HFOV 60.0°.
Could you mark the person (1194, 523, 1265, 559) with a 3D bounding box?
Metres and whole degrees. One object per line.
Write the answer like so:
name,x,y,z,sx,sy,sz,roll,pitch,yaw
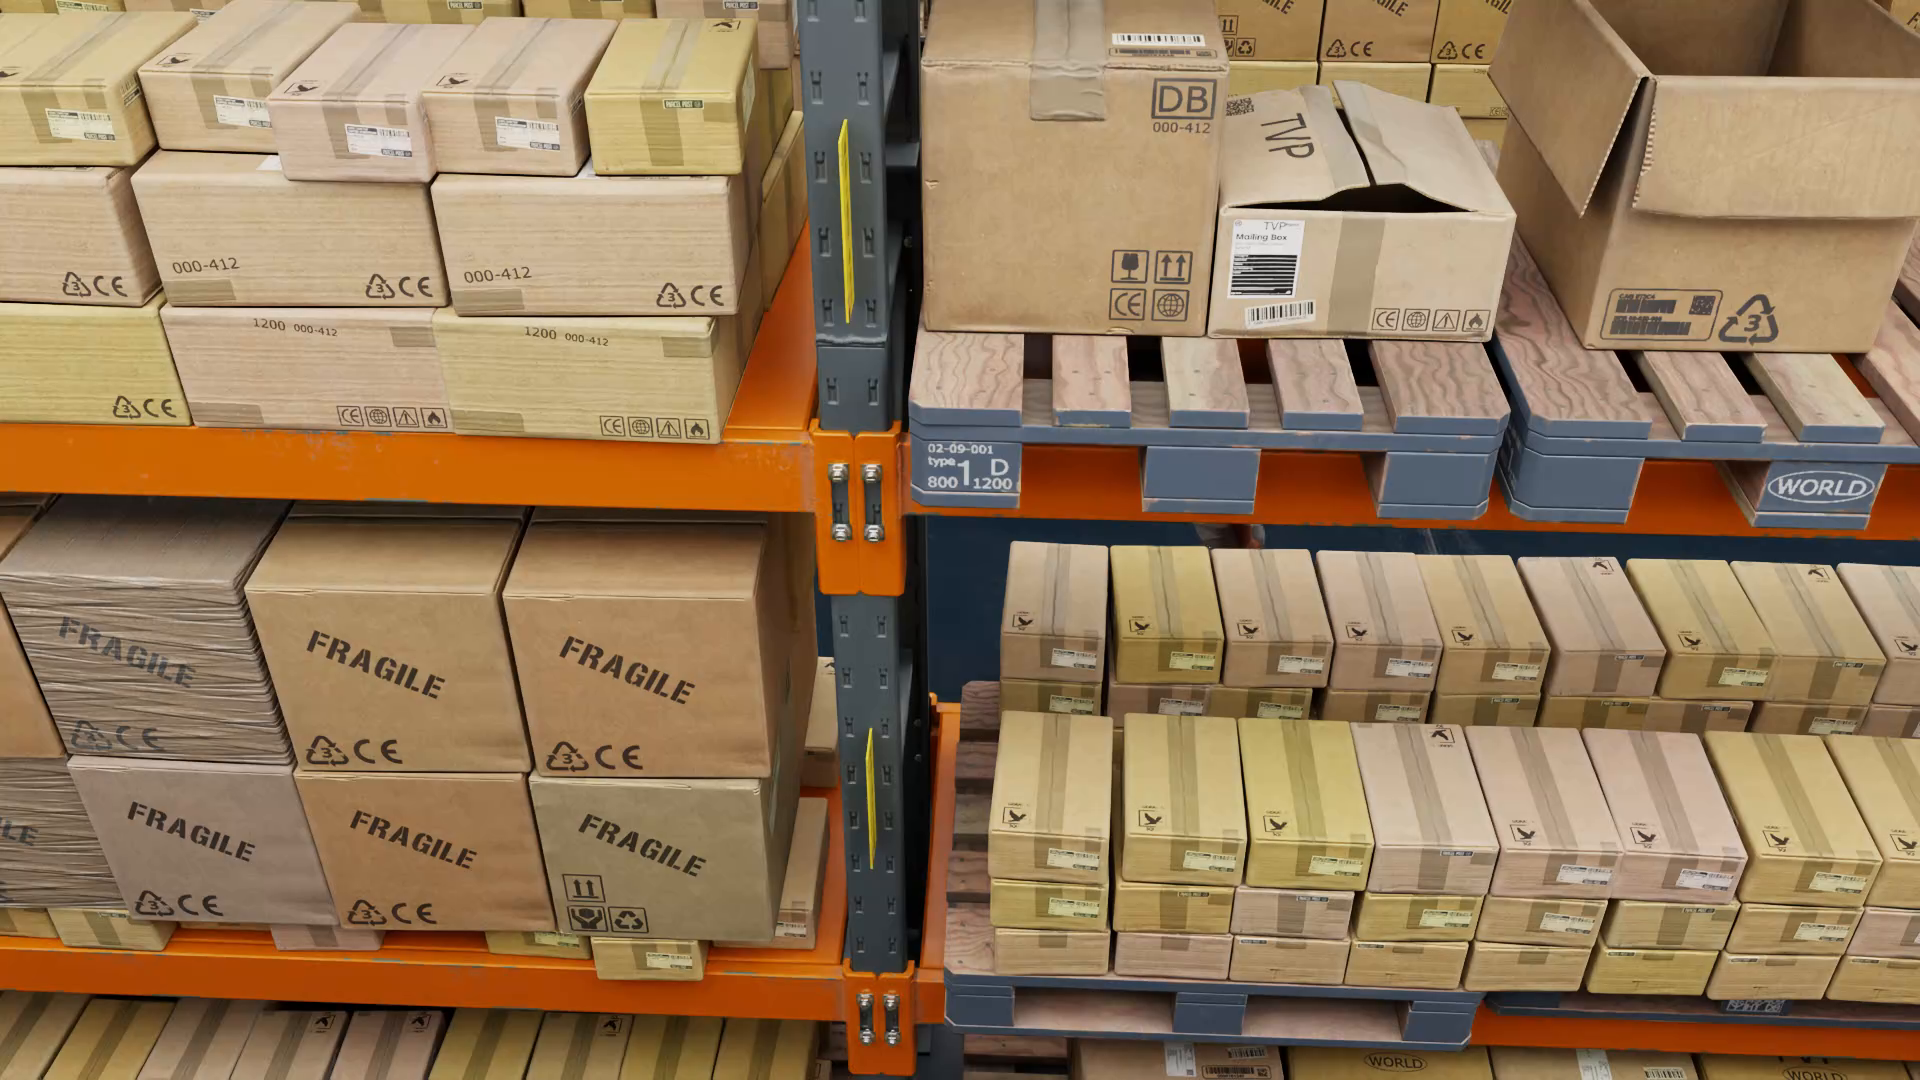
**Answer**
person,1.077,-0.116,6.300,0.502,1.814,0.615,-3,36,-4
